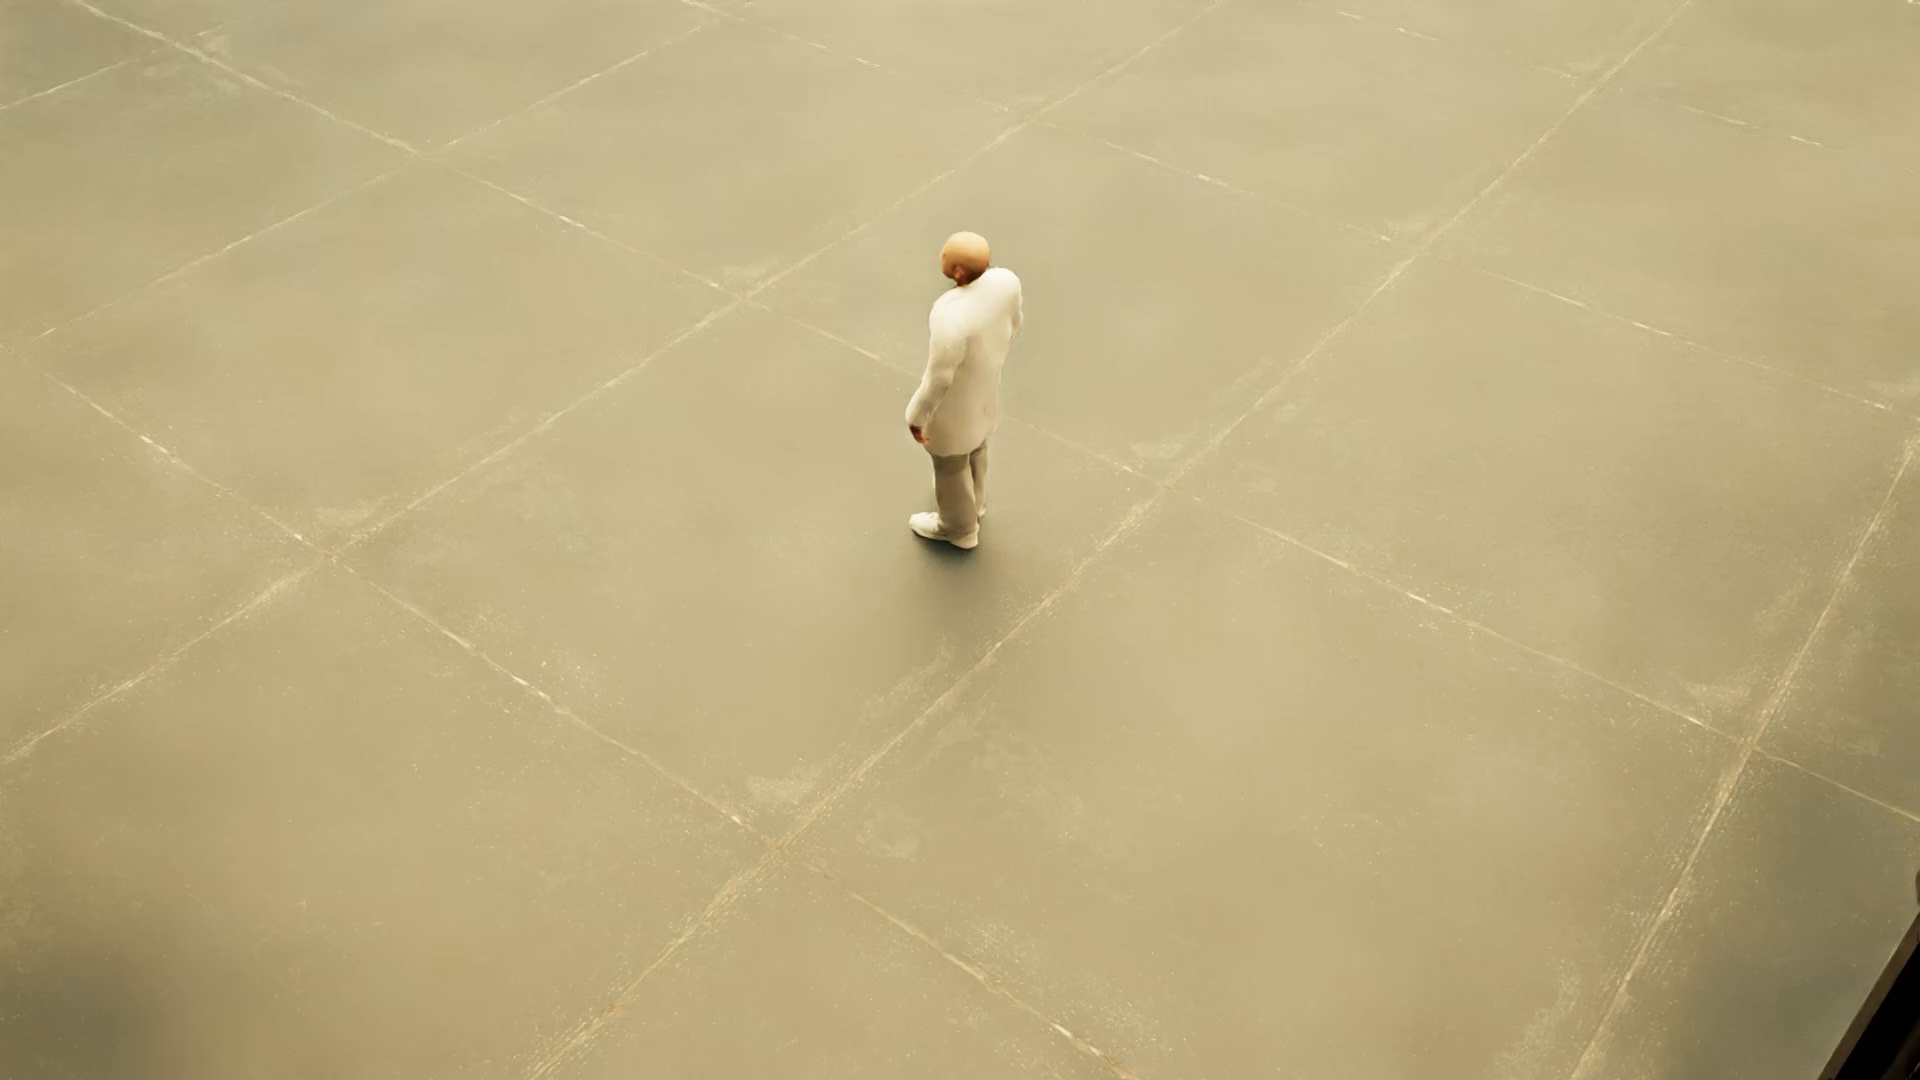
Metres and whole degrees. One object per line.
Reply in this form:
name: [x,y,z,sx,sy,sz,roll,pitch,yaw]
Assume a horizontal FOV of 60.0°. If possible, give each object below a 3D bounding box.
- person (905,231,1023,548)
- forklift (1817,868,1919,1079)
person: [-0.069,-0.720,7.797,0.579,1.776,0.694,26,47,28]
forklift: [2.675,1.916,3.828,3.031,2.935,1.130,12,42,13]
